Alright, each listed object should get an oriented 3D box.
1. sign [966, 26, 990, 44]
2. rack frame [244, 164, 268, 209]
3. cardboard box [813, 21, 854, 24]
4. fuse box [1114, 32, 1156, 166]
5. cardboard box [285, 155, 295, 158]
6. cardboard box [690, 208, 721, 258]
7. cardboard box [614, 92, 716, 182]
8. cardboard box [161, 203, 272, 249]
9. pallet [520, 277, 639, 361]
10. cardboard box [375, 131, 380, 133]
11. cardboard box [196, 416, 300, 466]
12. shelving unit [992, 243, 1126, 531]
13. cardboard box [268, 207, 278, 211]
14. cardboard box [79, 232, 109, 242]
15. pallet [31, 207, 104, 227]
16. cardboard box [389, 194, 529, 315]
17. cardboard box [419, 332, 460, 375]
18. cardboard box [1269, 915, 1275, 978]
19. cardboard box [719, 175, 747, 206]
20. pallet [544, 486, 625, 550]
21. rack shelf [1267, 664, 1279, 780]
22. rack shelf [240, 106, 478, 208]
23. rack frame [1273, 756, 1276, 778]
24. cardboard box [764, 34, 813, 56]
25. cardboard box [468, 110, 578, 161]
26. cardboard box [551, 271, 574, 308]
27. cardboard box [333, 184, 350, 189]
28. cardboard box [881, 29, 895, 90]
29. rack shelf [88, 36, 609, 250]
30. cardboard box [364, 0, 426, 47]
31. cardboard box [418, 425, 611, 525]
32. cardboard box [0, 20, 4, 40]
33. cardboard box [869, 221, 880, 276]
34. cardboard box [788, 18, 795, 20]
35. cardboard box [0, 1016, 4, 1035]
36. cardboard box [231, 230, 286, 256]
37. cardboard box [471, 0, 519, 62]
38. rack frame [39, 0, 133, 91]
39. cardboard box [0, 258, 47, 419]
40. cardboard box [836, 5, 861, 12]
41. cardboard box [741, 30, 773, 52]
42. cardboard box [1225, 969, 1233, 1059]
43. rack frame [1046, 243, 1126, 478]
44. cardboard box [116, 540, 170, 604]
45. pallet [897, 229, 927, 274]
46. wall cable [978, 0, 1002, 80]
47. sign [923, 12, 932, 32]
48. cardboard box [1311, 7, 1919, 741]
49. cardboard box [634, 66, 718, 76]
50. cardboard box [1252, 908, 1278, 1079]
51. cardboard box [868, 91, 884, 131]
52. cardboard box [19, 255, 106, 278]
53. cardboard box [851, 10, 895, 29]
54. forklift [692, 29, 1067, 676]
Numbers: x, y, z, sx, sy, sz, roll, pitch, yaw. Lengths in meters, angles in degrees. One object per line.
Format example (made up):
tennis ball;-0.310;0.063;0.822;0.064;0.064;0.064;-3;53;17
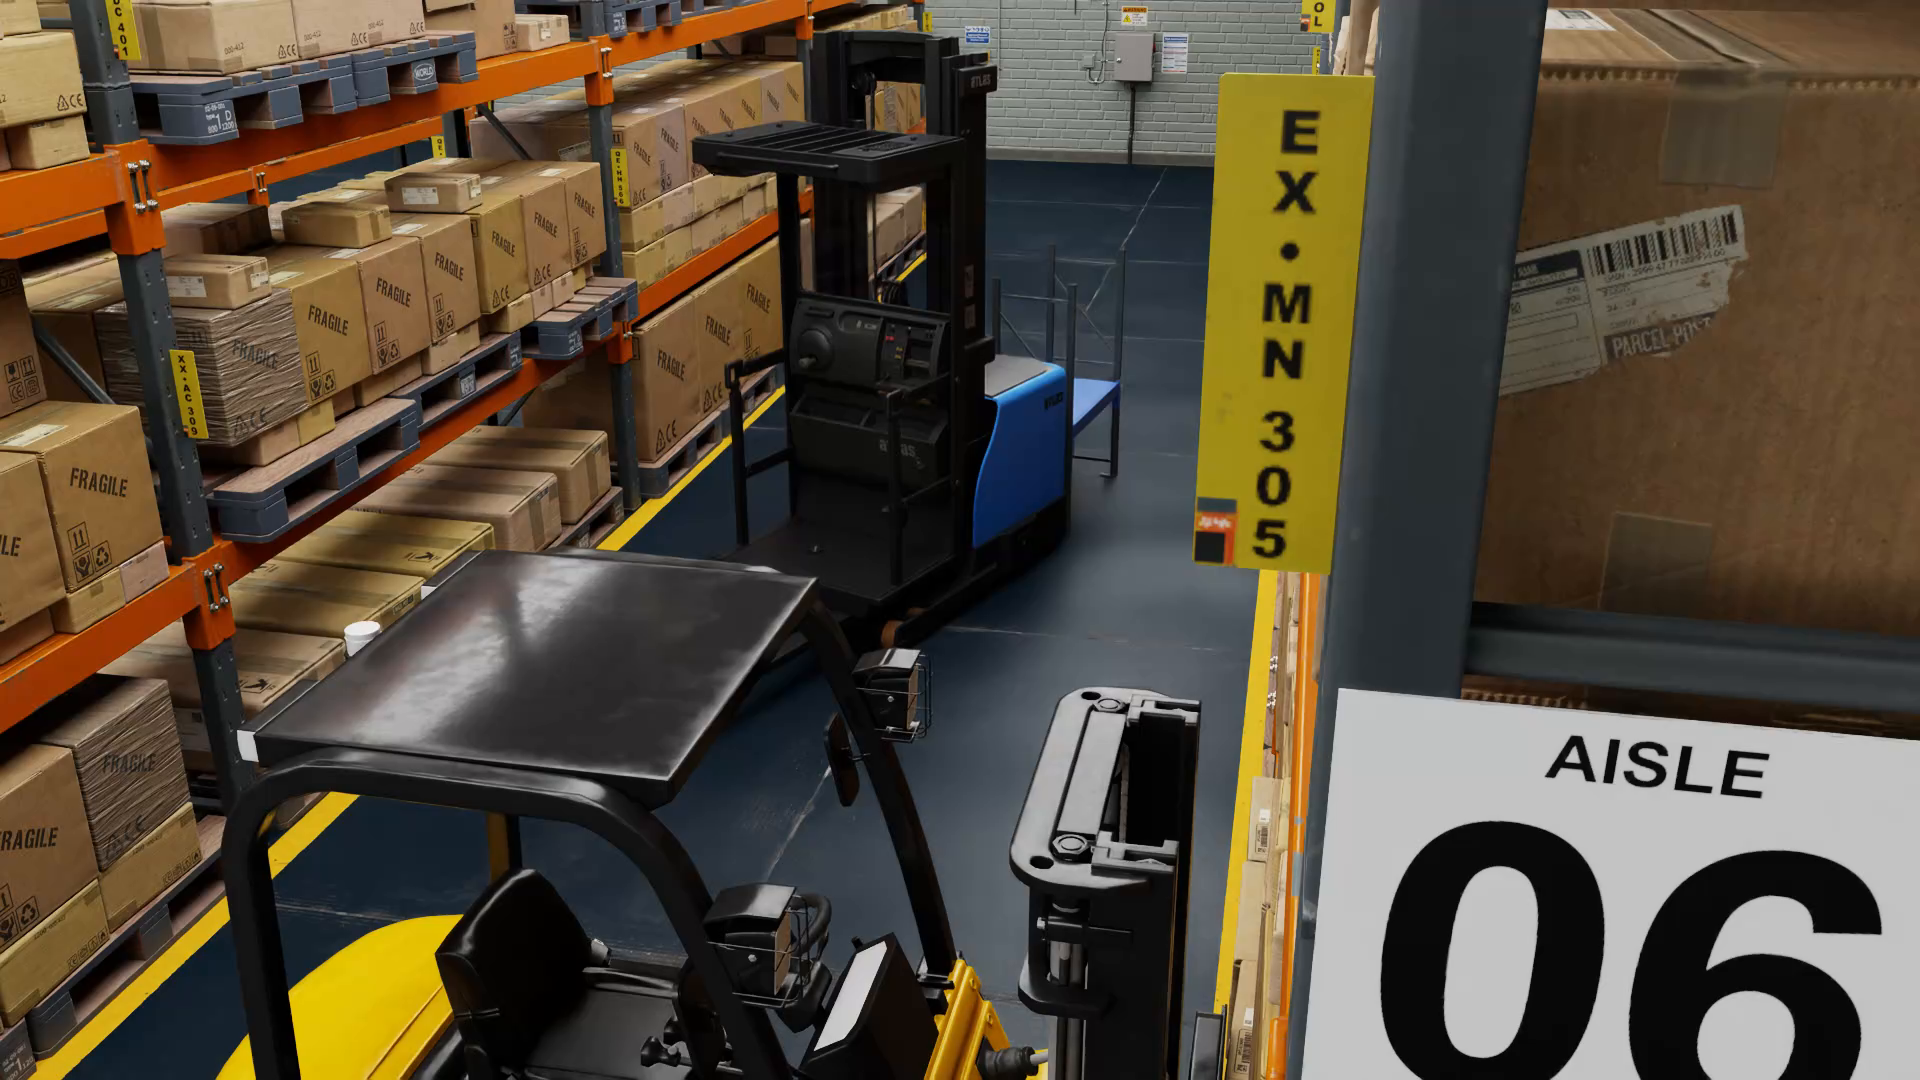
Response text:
sign;0.234;-6.764;22.271;0.327;0.218;0.001;4;22;11
rack frame;-6.541;-3.426;14.345;1.000;3.000;0.127;4;22;11
cardboard box;-1.145;-4.463;14.580;0.380;0.149;0.250;4;22;11
fuse box;2.296;-5.801;21.967;0.539;1.711;0.414;4;22;11
cardboard box;-6.183;-3.488;14.835;0.380;0.149;0.250;5;22;12
cardboard box;-1.945;-2.093;11.237;0.500;0.250;0.500;5;23;13
cardboard box;-1.938;-2.665;10.982;0.500;0.500;0.500;5;22;12
cardboard box;-3.273;-1.381;7.305;0.380;0.149;0.250;4;22;9
pallet;-2.532;-1.265;9.236;1.213;0.211;1.003;4;22;11
cardboard box;-5.902;-4.069;16.277;0.380;0.149;0.250;5;22;12
cardboard box;-2.885;-0.416;6.645;0.380;0.149;0.250;5;22;12
shelving unit;0.608;-0.966;10.244;0.538;1.500;1.048;8;23;20
cardboard box;-6.572;-3.107;16.011;0.380;0.149;0.250;3;22;8
cardboard box;-7.057;-2.364;13.488;0.500;0.250;0.500;5;22;12
pallet;-6.994;-2.601;12.553;1.003;0.211;1.213;4;22;11
cardboard box;-2.508;-1.440;8.319;0.500;0.500;0.500;3;22;7
cardboard box;-2.592;-0.890;7.824;0.380;0.149;0.250;5;23;13
cardboard box;0.771;0.714;3.064;0.380;0.149;0.250;5;22;11
cardboard box;-1.809;-2.506;11.593;0.500;0.250;0.500;5;22;12
pallet;-2.652;-0.043;9.679;1.003;0.211;1.213;4;22;11
rack shelf;1.145;1.283;3.617;1.077;0.370;4.000;4;22;11
rack shelf;-6.133;-3.824;16.295;1.077;0.370;4.000;4;22;11
rack frame;1.553;0.217;5.299;1.000;3.000;0.127;4;22;11
cardboard box;-1.356;-3.992;13.410;0.380;0.149;0.250;4;22;10
cardboard box;-2.642;-2.342;10.181;0.500;0.500;0.500;4;22;9
cardboard box;-2.319;-1.364;8.999;0.380;0.149;0.250;4;22;10
cardboard box;-6.249;-3.582;17.190;0.380;0.149;0.250;3;22;8
cardboard box;-0.906;-4.490;15.515;0.500;0.500;0.500;4;22;11
rack shelf;-2.899;-1.949;7.625;1.077;0.370;4.000;4;22;11
cardboard box;-2.612;-2.231;7.001;0.500;0.250;0.500;4;22;10
cardboard box;-2.616;-0.393;9.768;0.950;0.372;0.625;3;22;7
cardboard box;-3.136;-1.571;4.993;0.380;0.149;0.250;4;22;10
cardboard box;-1.259;-2.641;15.262;0.875;0.438;0.875;4;22;9
cardboard box;-1.565;-4.587;14.888;0.380;0.149;0.250;4;22;11
cardboard box;-3.372;1.539;5.136;0.500;0.250;0.500;5;22;12
cardboard box;-3.226;-1.095;7.463;0.500;0.500;0.500;5;23;13
cardboard box;-2.694;-2.714;8.429;0.700;0.500;0.500;4;22;11
rack frame;-3.307;-2.942;5.114;1.000;3.000;0.127;4;22;11
cardboard box;-3.609;-0.663;5.615;0.700;0.500;0.500;4;22;10
cardboard box;-1.186;-5.149;16.284;0.380;0.149;0.250;5;22;12
cardboard box;-1.763;-4.122;13.732;0.380;0.149;0.250;5;22;12
cardboard box;1.130;1.450;5.357;0.500;0.250;0.500;5;22;11
rack frame;0.792;-1.143;10.684;0.500;1.500;0.032;8;23;20
cardboard box;-3.074;0.098;5.932;0.380;0.149;0.250;4;22;10
pallet;-0.945;-2.956;16.912;1.003;0.211;1.213;4;22;11
wall cable;0.269;-7.098;22.061;0.585;1.953;0.123;4;22;11
sign;-0.330;-5.149;16.756;0.100;0.325;0.005;4;22;11
cardboard box;0.588;-0.179;1.438;0.500;0.500;0.500;5;23;13
cardboard box;-2.123;-3.268;12.482;0.500;0.500;0.500;4;22;11
cardboard box;0.799;1.057;3.079;0.500;0.500;0.500;4;22;10
cardboard box;-1.003;-3.837;15.232;0.500;0.500;0.500;5;22;13
cardboard box;-6.763;-1.945;12.448;0.500;0.250;0.500;5;22;11
cardboard box;-0.826;-4.928;15.735;0.380;0.149;0.250;5;22;12
forklift;-0.594;-0.989;8.386;1.130;2.935;3.031;13;26;30
